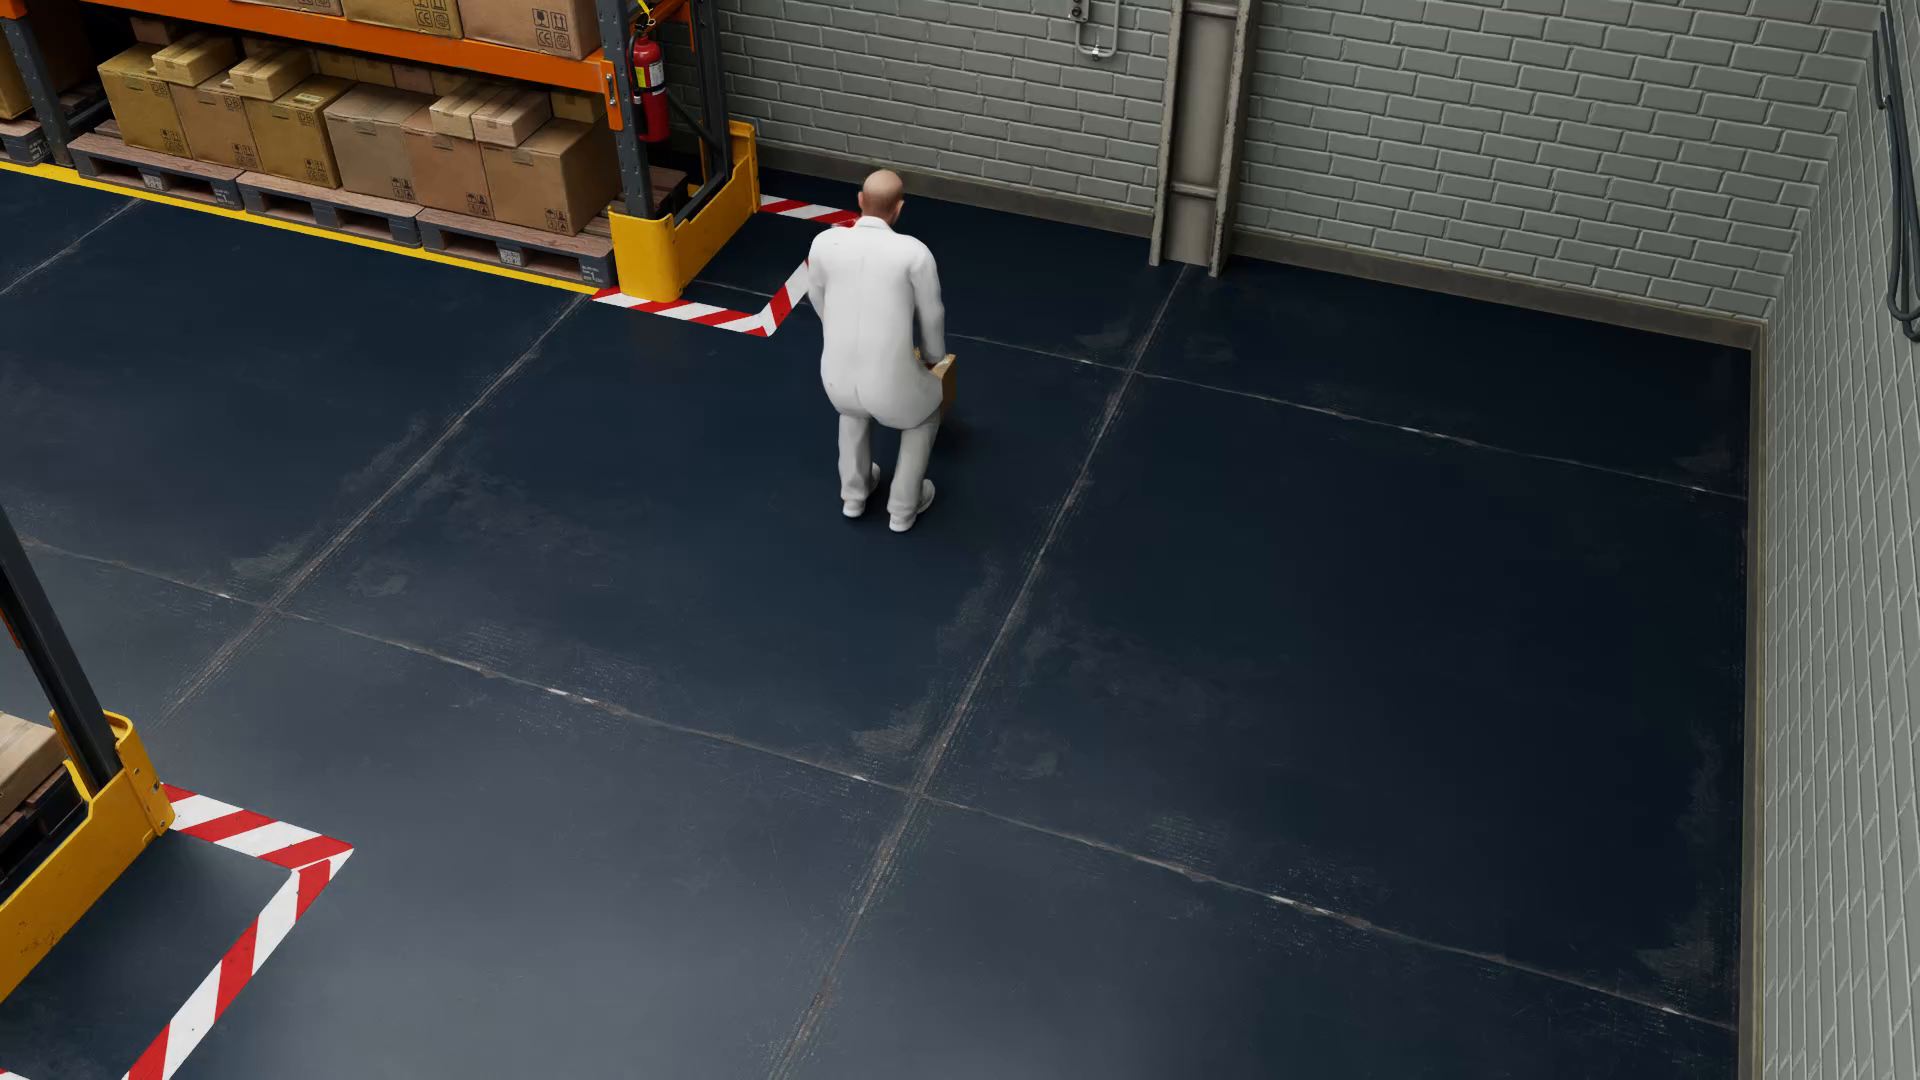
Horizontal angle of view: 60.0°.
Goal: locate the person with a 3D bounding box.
[{"bbox_3d":[-0.372,-0.789,7.212,0.620,1.612,0.564,14,43,16],"label":"person"}]
